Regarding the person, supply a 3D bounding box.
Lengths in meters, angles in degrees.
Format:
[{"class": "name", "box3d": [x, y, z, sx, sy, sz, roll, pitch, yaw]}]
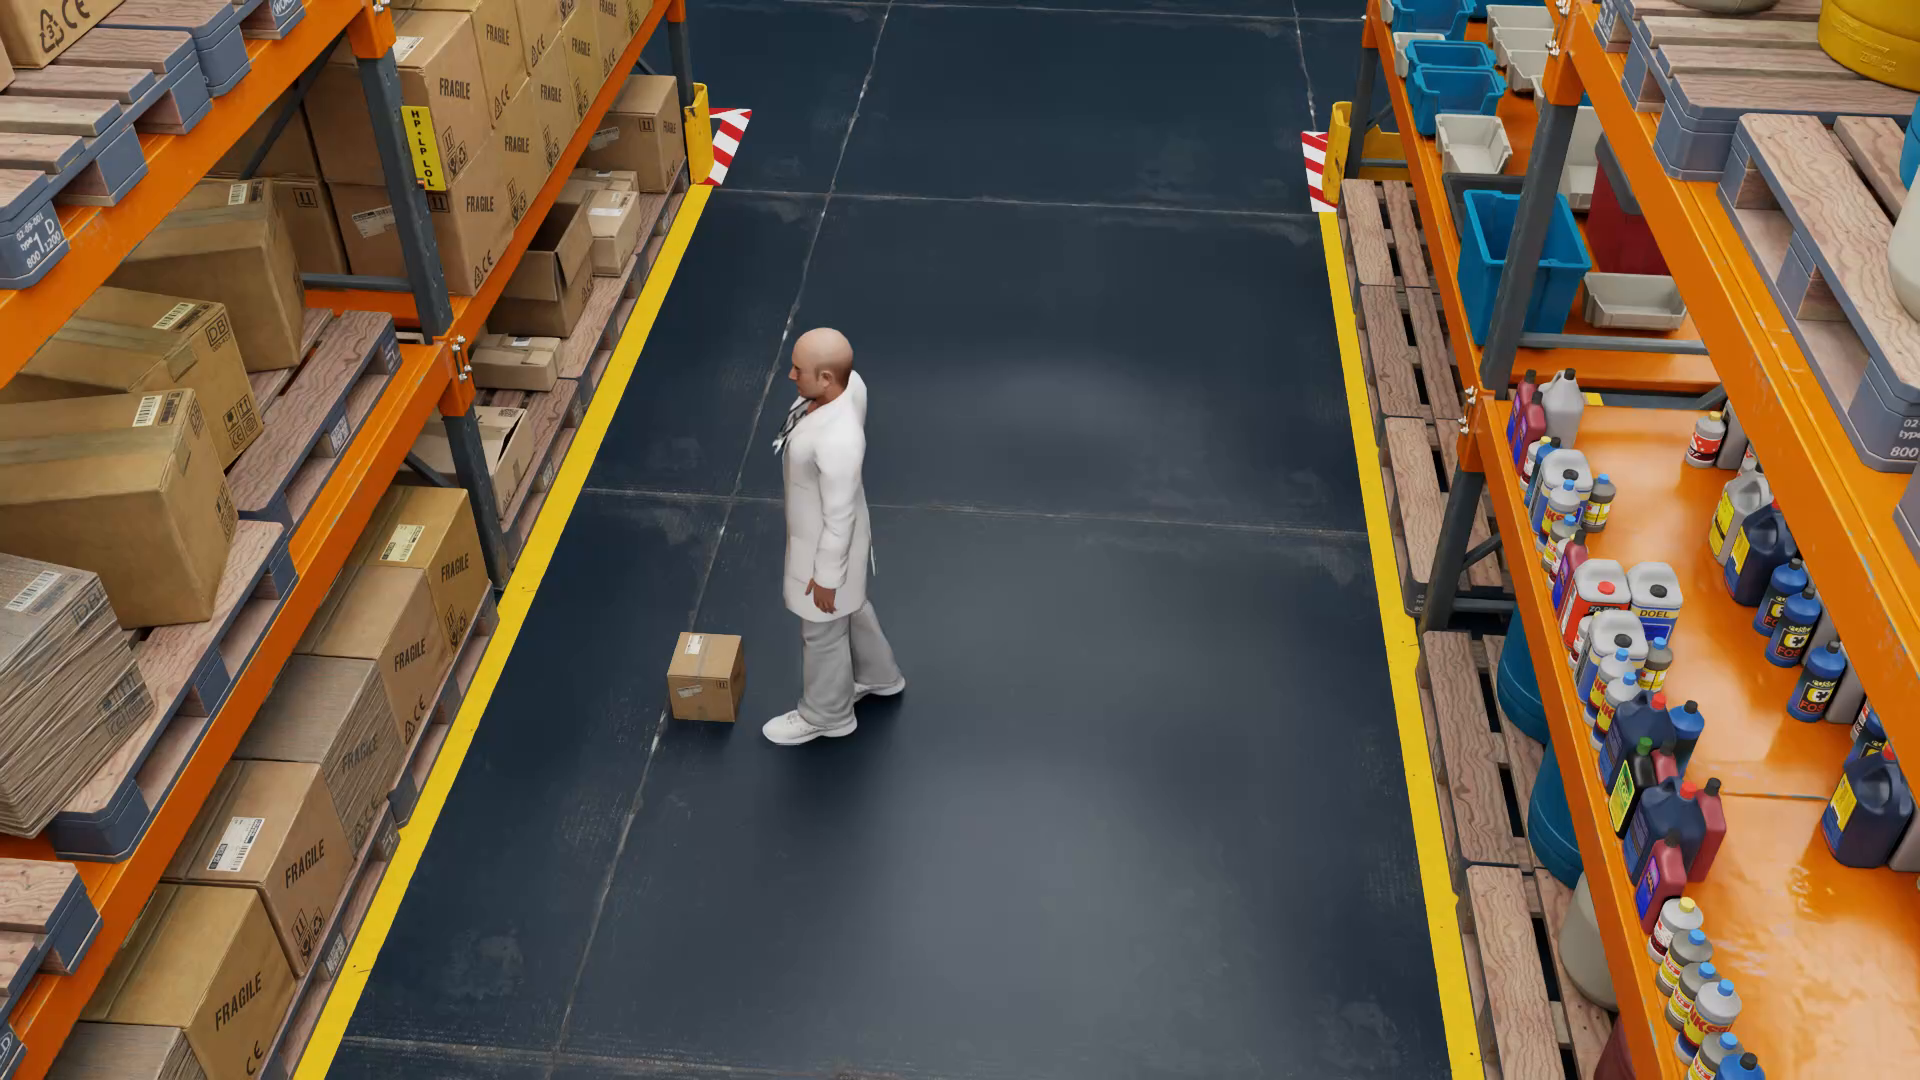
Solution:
[{"class": "person", "box3d": [-0.503, 0.004, 6.153, 0.570, 1.794, 0.596, -1, 40, -1]}]
